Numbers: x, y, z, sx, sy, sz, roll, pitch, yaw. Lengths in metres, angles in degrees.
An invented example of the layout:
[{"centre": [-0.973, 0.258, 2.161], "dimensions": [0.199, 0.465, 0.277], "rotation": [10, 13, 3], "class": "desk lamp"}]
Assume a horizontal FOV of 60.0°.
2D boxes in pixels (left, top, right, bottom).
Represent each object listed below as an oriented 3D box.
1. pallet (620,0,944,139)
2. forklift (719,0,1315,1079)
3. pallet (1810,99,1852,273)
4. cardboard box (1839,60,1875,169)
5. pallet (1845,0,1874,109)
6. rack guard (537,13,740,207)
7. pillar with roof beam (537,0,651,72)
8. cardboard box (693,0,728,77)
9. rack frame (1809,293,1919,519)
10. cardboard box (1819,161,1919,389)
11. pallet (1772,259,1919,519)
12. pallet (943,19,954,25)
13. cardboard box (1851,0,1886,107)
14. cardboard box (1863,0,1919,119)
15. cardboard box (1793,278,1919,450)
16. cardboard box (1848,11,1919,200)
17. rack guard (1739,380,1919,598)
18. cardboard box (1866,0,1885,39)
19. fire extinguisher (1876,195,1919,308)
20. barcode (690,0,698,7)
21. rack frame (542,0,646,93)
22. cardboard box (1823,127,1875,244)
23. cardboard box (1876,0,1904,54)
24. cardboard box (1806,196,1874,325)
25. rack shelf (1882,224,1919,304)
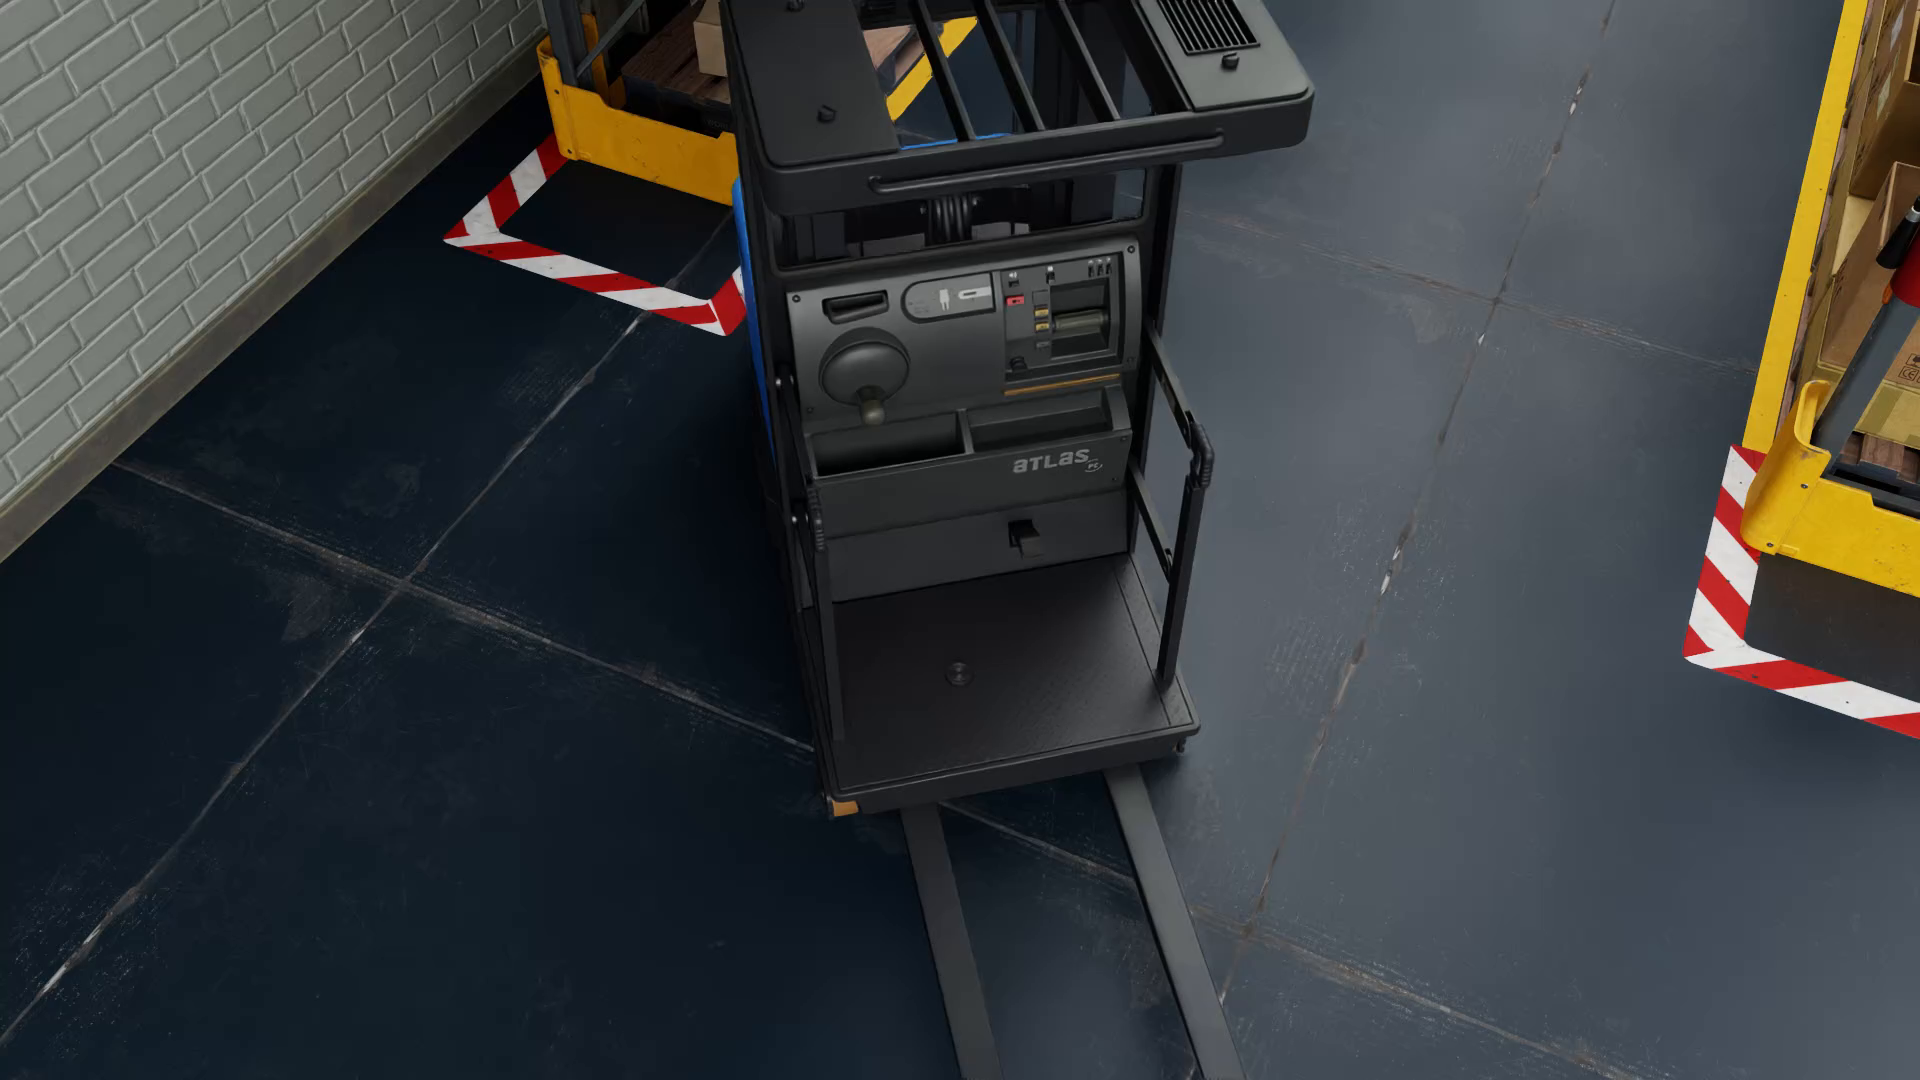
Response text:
[{"centre": [-0.774, -2.212, 7.494], "dimensions": [1.003, 0.211, 1.213], "rotation": [20, 52, 16], "class": "pallet"}, {"centre": [0.070, -0.439, 4.199], "dimensions": [1.130, 2.935, 3.031], "rotation": [-10, 50, -8], "class": "forklift"}, {"centre": [4.106, -1.380, 6.786], "dimensions": [1.003, 0.211, 1.213], "rotation": [20, 52, 16], "class": "pallet"}, {"centre": [3.887, -1.654, 6.717], "dimensions": [0.500, 0.250, 0.500], "rotation": [20, 52, 16], "class": "cardboard box"}, {"centre": [4.626, -2.223, 7.503], "dimensions": [1.003, 0.211, 1.213], "rotation": [20, 52, 16], "class": "pallet"}, {"centre": [-1.153, -1.758, 6.918], "dimensions": [1.175, 0.500, 0.348], "rotation": [20, 52, 16], "class": "rack guard"}, {"centre": [2.223, -3.823, 3.094], "dimensions": [9.100, 9.000, 0.400], "rotation": [20, 52, 16], "class": "pillar with roof beam"}, {"centre": [-0.809, -2.234, 7.158], "dimensions": [0.500, 0.311, 0.500], "rotation": [14, 51, 12], "class": "cardboard box"}, {"centre": [3.295, -0.906, 4.552], "dimensions": [1.000, 3.000, 0.127], "rotation": [20, 52, 16], "class": "rack frame"}, {"centre": [3.255, -0.861, 5.550], "dimensions": [0.500, 0.500, 0.500], "rotation": [20, 52, 16], "class": "cardboard box"}, {"centre": [3.583, -0.543, 6.073], "dimensions": [1.003, 0.211, 1.213], "rotation": [20, 52, 16], "class": "pallet"}, {"centre": [-0.252, -3.049, 8.206], "dimensions": [1.003, 0.211, 1.213], "rotation": [20, 52, 16], "class": "pallet"}, {"centre": [4.095, -2.000, 7.012], "dimensions": [0.500, 0.250, 0.500], "rotation": [20, 52, 16], "class": "cardboard box"}, {"centre": [3.883, -1.898, 6.433], "dimensions": [0.500, 0.500, 0.500], "rotation": [20, 52, 16], "class": "cardboard box"}, {"centre": [3.257, -0.617, 5.835], "dimensions": [0.500, 0.250, 0.500], "rotation": [20, 52, 16], "class": "cardboard box"}, {"centre": [3.669, -1.554, 6.140], "dimensions": [0.500, 0.500, 0.500], "rotation": [20, 52, 16], "class": "cardboard box"}, {"centre": [3.284, -0.080, 5.490], "dimensions": [1.175, 0.500, 0.348], "rotation": [20, 52, 16], "class": "rack guard"}, {"centre": [4.313, -2.343, 7.303], "dimensions": [0.500, 0.250, 0.500], "rotation": [20, 52, 16], "class": "cardboard box"}, {"centre": [2.824, -0.951, 4.641], "dimensions": [0.296, 0.674, 0.183], "rotation": [20, 52, 16], "class": "fire extinguisher"}, {"centre": [-1.163, -2.380, 7.276], "dimensions": [0.001, 0.075, 0.075], "rotation": [20, 52, 16], "class": "barcode"}, {"centre": [-1.186, -2.516, 5.921], "dimensions": [1.000, 3.000, 0.127], "rotation": [20, 52, 16], "class": "rack frame"}, {"centre": [3.671, -1.310, 6.425], "dimensions": [0.500, 0.250, 0.500], "rotation": [20, 52, 16], "class": "cardboard box"}, {"centre": [4.095, -2.243, 6.726], "dimensions": [0.500, 0.500, 0.500], "rotation": [20, 52, 16], "class": "cardboard box"}, {"centre": [3.459, -0.965, 6.131], "dimensions": [0.500, 0.250, 0.500], "rotation": [20, 52, 16], "class": "cardboard box"}, {"centre": [4.149, -2.051, 5.998], "dimensions": [1.077, 0.370, 4.000], "rotation": [20, 52, 16], "class": "rack shelf"}]
